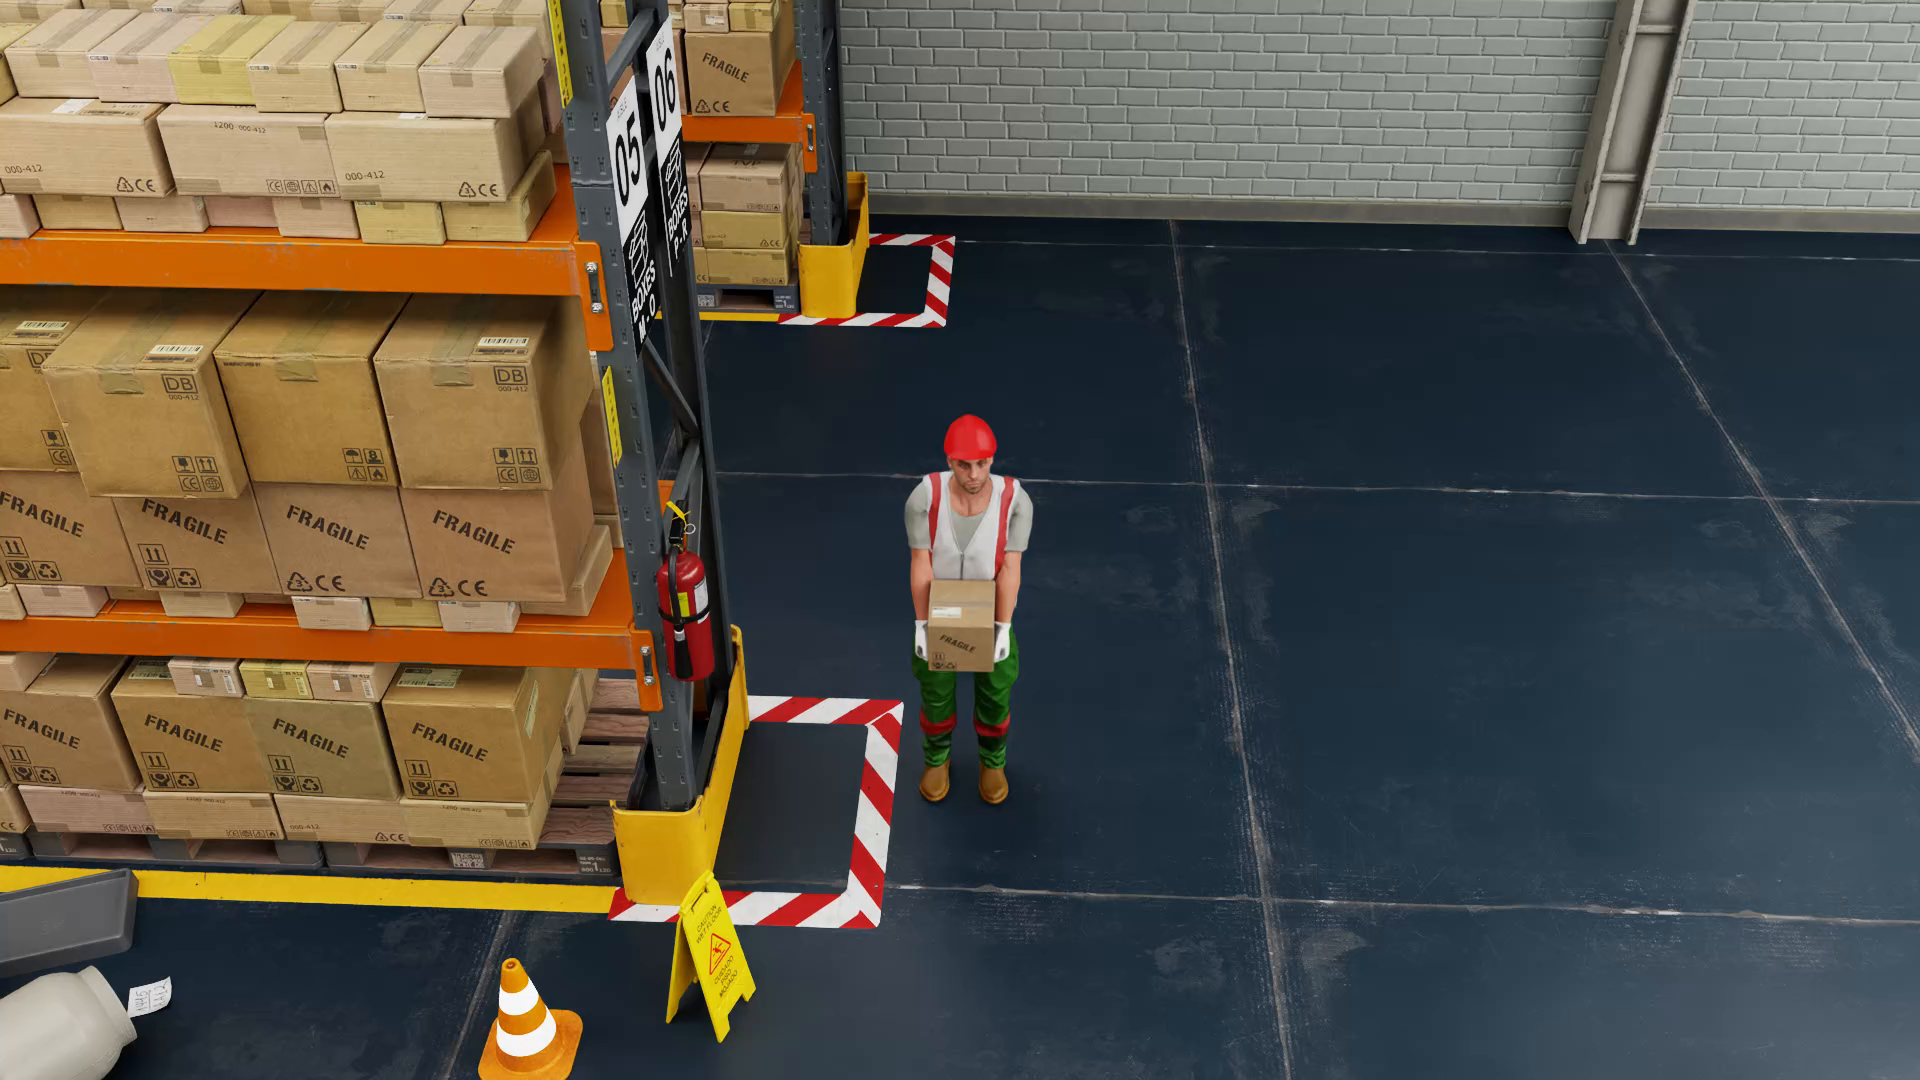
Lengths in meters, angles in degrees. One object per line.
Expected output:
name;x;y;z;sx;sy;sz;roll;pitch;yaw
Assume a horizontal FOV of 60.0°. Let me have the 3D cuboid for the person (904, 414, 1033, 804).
person;0.028;0.353;6.600;0.495;1.786;0.559;1;35;2
